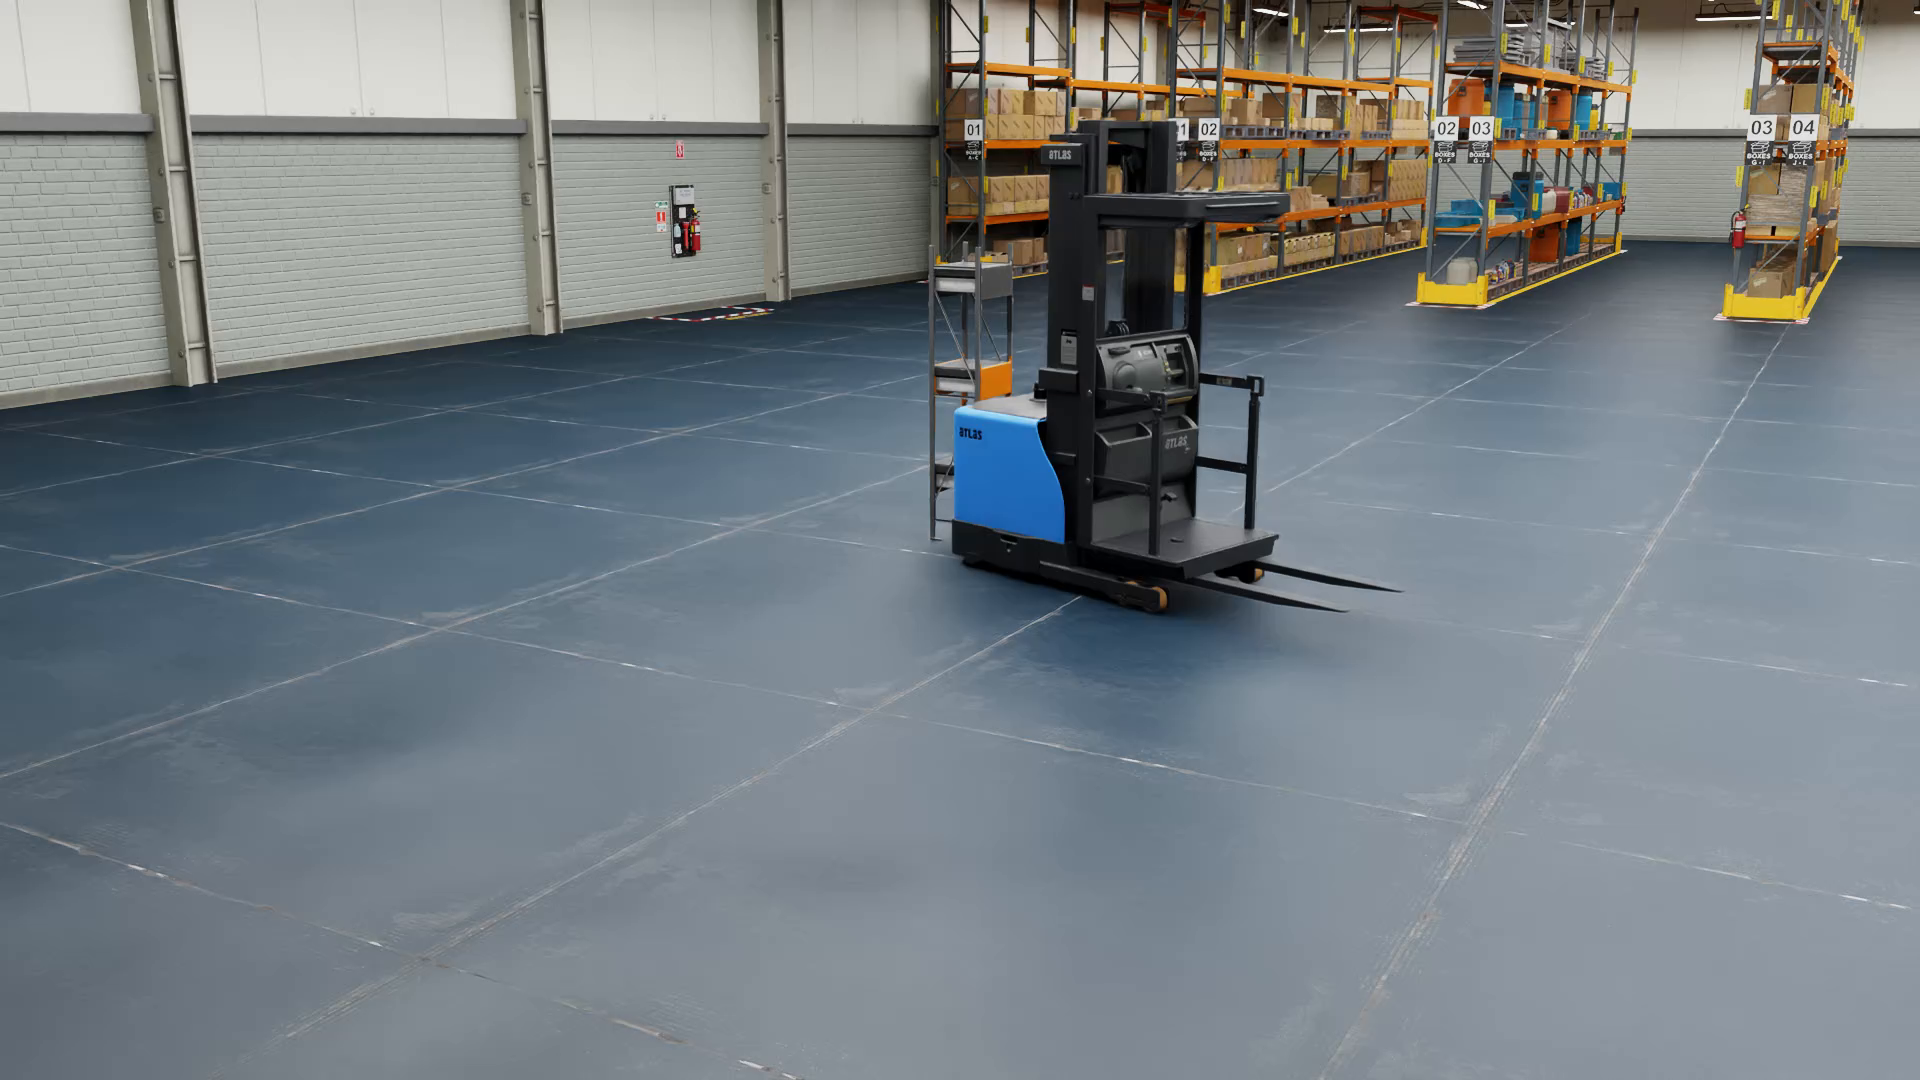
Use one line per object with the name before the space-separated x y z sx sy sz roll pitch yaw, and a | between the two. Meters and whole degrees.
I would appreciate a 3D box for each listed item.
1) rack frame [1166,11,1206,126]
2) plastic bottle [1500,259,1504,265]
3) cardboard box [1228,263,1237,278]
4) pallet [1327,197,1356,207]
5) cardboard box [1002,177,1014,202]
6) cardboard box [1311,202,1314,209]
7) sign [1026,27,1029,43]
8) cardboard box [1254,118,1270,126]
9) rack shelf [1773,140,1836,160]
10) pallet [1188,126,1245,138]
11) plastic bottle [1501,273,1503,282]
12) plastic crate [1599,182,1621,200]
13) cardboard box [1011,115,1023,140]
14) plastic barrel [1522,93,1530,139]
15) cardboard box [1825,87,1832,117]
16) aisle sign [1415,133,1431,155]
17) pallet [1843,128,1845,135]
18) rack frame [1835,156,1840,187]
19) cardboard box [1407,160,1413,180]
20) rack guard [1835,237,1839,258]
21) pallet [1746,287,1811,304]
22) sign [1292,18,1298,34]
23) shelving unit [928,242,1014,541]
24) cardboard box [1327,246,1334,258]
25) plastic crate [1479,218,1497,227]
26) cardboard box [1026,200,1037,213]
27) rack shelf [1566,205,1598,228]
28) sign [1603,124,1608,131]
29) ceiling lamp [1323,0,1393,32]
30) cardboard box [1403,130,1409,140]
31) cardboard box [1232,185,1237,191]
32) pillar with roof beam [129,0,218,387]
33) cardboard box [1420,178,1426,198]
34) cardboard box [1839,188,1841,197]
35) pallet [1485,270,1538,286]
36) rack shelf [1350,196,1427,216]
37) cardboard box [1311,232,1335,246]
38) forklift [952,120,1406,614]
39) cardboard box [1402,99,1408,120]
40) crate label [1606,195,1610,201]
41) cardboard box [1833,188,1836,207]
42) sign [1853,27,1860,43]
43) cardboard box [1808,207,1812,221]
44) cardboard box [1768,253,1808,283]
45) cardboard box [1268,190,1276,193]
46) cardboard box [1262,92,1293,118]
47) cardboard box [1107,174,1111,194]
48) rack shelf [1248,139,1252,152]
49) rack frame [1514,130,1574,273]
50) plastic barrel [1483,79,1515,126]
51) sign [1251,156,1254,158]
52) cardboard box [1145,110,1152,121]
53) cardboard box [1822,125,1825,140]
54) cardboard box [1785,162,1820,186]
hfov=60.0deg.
rack frame | 5.843 -12.144 43.207 1.000 3.000 0.127 7 15 28
plastic bottle | 10.463 -5.242 32.089 0.144 0.351 0.185 7 15 28
cardboard box | 5.072 -5.261 32.425 0.500 0.250 0.500 7 15 28
pallet | 8.514 -7.901 38.814 1.213 0.211 1.003 7 15 28
cardboard box | 0.783 -7.231 34.306 0.500 0.500 0.500 7 15 28
cardboard box | 7.680 -7.457 37.099 0.380 0.149 0.250 9 16 32
sign | 1.487 -11.096 36.527 0.100 0.325 0.005 7 15 28
cardboard box | 5.970 -8.356 33.235 0.380 0.149 0.250 7 15 28
rack shelf | 15.951 -7.422 31.553 1.077 0.370 4.000 7 15 28
pallet | 4.744 -7.763 31.622 1.003 0.211 1.213 7 15 28
plastic bottle | 10.126 -4.945 31.176 0.097 0.201 0.097 0 14 0
plastic crate | 16.451 -8.883 42.274 0.616 0.435 0.499 7 15 28
cardboard box | 0.961 -8.536 34.384 0.500 0.500 0.500 8 16 31
plastic barrel | 11.020 -8.429 33.127 0.600 0.901 0.600 0 14 0
cardboard box | 14.989 -7.676 29.159 0.500 0.500 0.500 7 15 26
aisle sign | 12.416 -10.731 44.599 0.394 0.787 0.004 7 15 28
pallet | 19.256 -9.126 37.277 1.003 0.211 1.213 7 15 28
rack frame | 18.851 -7.544 36.927 1.000 3.000 0.127 7 15 28
cardboard box | 11.402 -9.584 43.042 0.500 0.500 0.500 8 16 30
rack guard | 20.796 -7.155 40.644 1.175 0.500 0.348 7 15 28
pallet | 14.690 -4.406 29.857 1.003 0.211 1.213 7 15 28
sign | 6.788 -10.406 33.664 0.100 0.325 0.005 7 15 28
shelving unit | 0.080 -1.055 11.928 0.431 2.100 0.503 7 15 28
cardboard box | 8.207 -6.579 37.892 0.500 0.250 0.500 8 16 29
plastic crate | 9.429 -5.662 29.683 0.298 0.136 0.250 7 15 28
cardboard box | 1.292 -7.082 35.288 0.500 0.250 0.500 8 15 29
rack shelf | 13.549 -7.345 37.637 1.077 0.370 4.000 7 15 28
sign | 14.996 -9.505 38.642 0.100 0.325 0.005 7 15 28
ceiling lamp | 11.285 -16.067 47.024 2.000 3.185 0.800 7 15 28
cardboard box | 11.121 -10.329 42.397 0.500 0.250 0.500 7 15 28
cardboard box | 5.129 -6.783 32.170 0.380 0.149 0.250 7 15 27
pillar with roof beam | -5.310 -5.743 16.656 9.100 9.000 0.400 7 15 28
cardboard box | 12.136 -9.414 44.469 0.500 0.500 0.500 8 16 30
cardboard box | 20.537 -8.203 39.345 0.500 0.250 0.500 7 15 27
pallet | 10.994 -5.274 33.460 1.003 0.211 1.213 7 15 28
rack shelf | 11.148 -8.728 43.372 1.077 0.370 4.000 7 15 28
cardboard box | 8.210 -6.851 37.827 0.500 0.311 0.500 8 16 30
forklift | 1.341 -1.110 10.386 1.130 2.935 3.031 -13 19 -43
cardboard box | 10.985 -10.954 42.324 0.700 0.500 0.500 7 15 28
crate label | 15.947 -8.522 41.415 0.396 0.136 0.243 7 15 28
cardboard box | 18.619 -7.365 35.971 0.500 0.500 0.500 8 16 30
sign | 19.332 -10.894 35.860 0.100 0.325 0.005 7 15 28
cardboard box | 14.286 -5.798 28.836 0.875 0.500 0.500 7 15 28
cardboard box | 15.546 -5.121 31.269 0.700 0.500 0.500 7 15 28
cardboard box | 6.105 -6.983 34.385 0.700 0.500 0.500 7 15 27
cardboard box | 6.646 -9.102 34.813 0.500 0.500 0.500 8 15 29
cardboard box | 3.108 -8.314 38.967 0.700 0.500 0.500 7 15 28
rack shelf | 6.810 -10.747 45.345 1.077 0.370 4.000 7 15 28
rack frame | 12.582 -7.285 35.850 1.000 3.000 0.127 7 15 28
plastic barrel | 10.073 -8.178 31.190 0.600 0.901 0.708 7 15 28
sign | 8.245 -10.662 46.884 0.100 0.325 0.005 7 15 28
cardboard box | 4.303 -10.349 41.007 0.700 0.500 0.500 6 15 25
cardboard box | 14.243 -6.852 27.976 0.500 0.250 0.500 8 16 30
cardboard box | 13.802 -5.945 27.313 0.500 0.500 0.500 7 15 28
